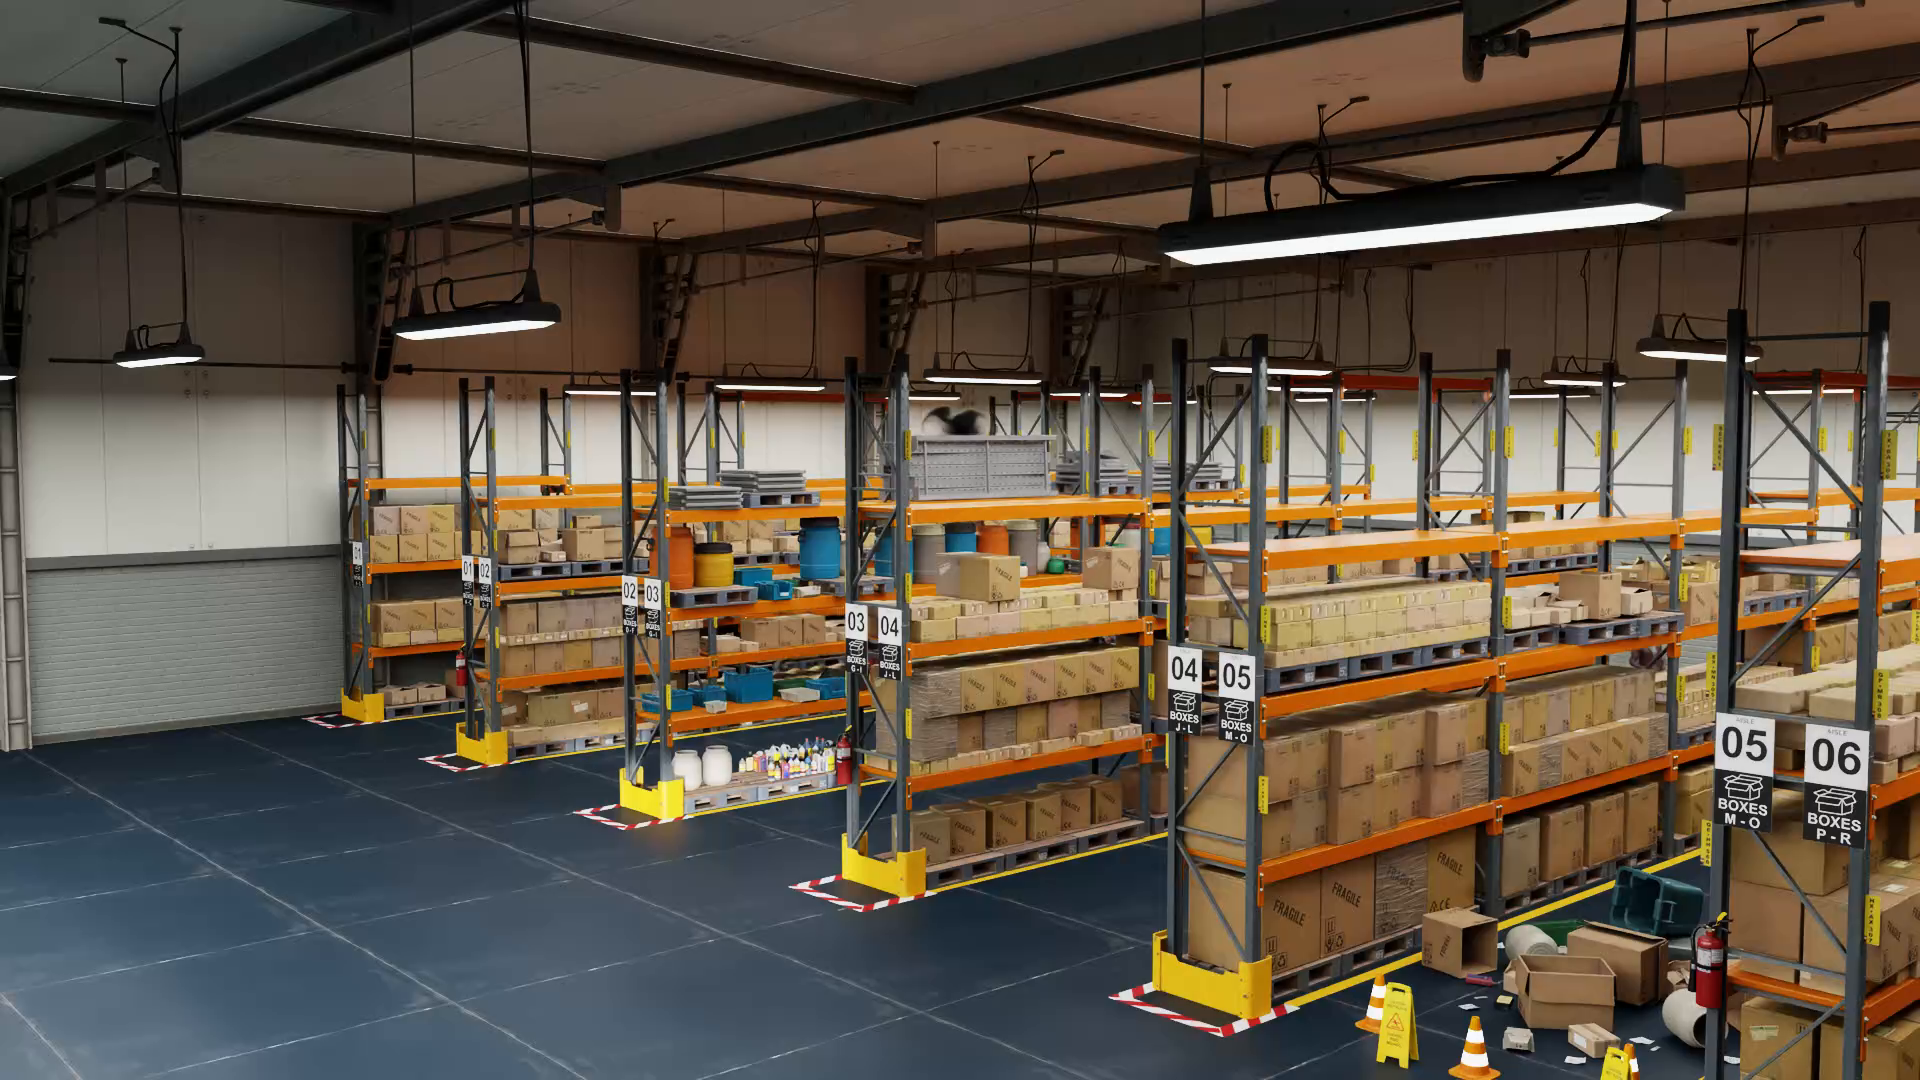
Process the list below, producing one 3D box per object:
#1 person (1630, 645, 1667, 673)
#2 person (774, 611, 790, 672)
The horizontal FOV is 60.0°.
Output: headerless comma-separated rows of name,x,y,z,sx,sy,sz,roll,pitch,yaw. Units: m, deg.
person,12.134,2.398,29.266,0.749,1.716,0.630,-1,4,-17
person,-3.545,2.203,32.887,0.536,1.599,0.875,3,5,42
